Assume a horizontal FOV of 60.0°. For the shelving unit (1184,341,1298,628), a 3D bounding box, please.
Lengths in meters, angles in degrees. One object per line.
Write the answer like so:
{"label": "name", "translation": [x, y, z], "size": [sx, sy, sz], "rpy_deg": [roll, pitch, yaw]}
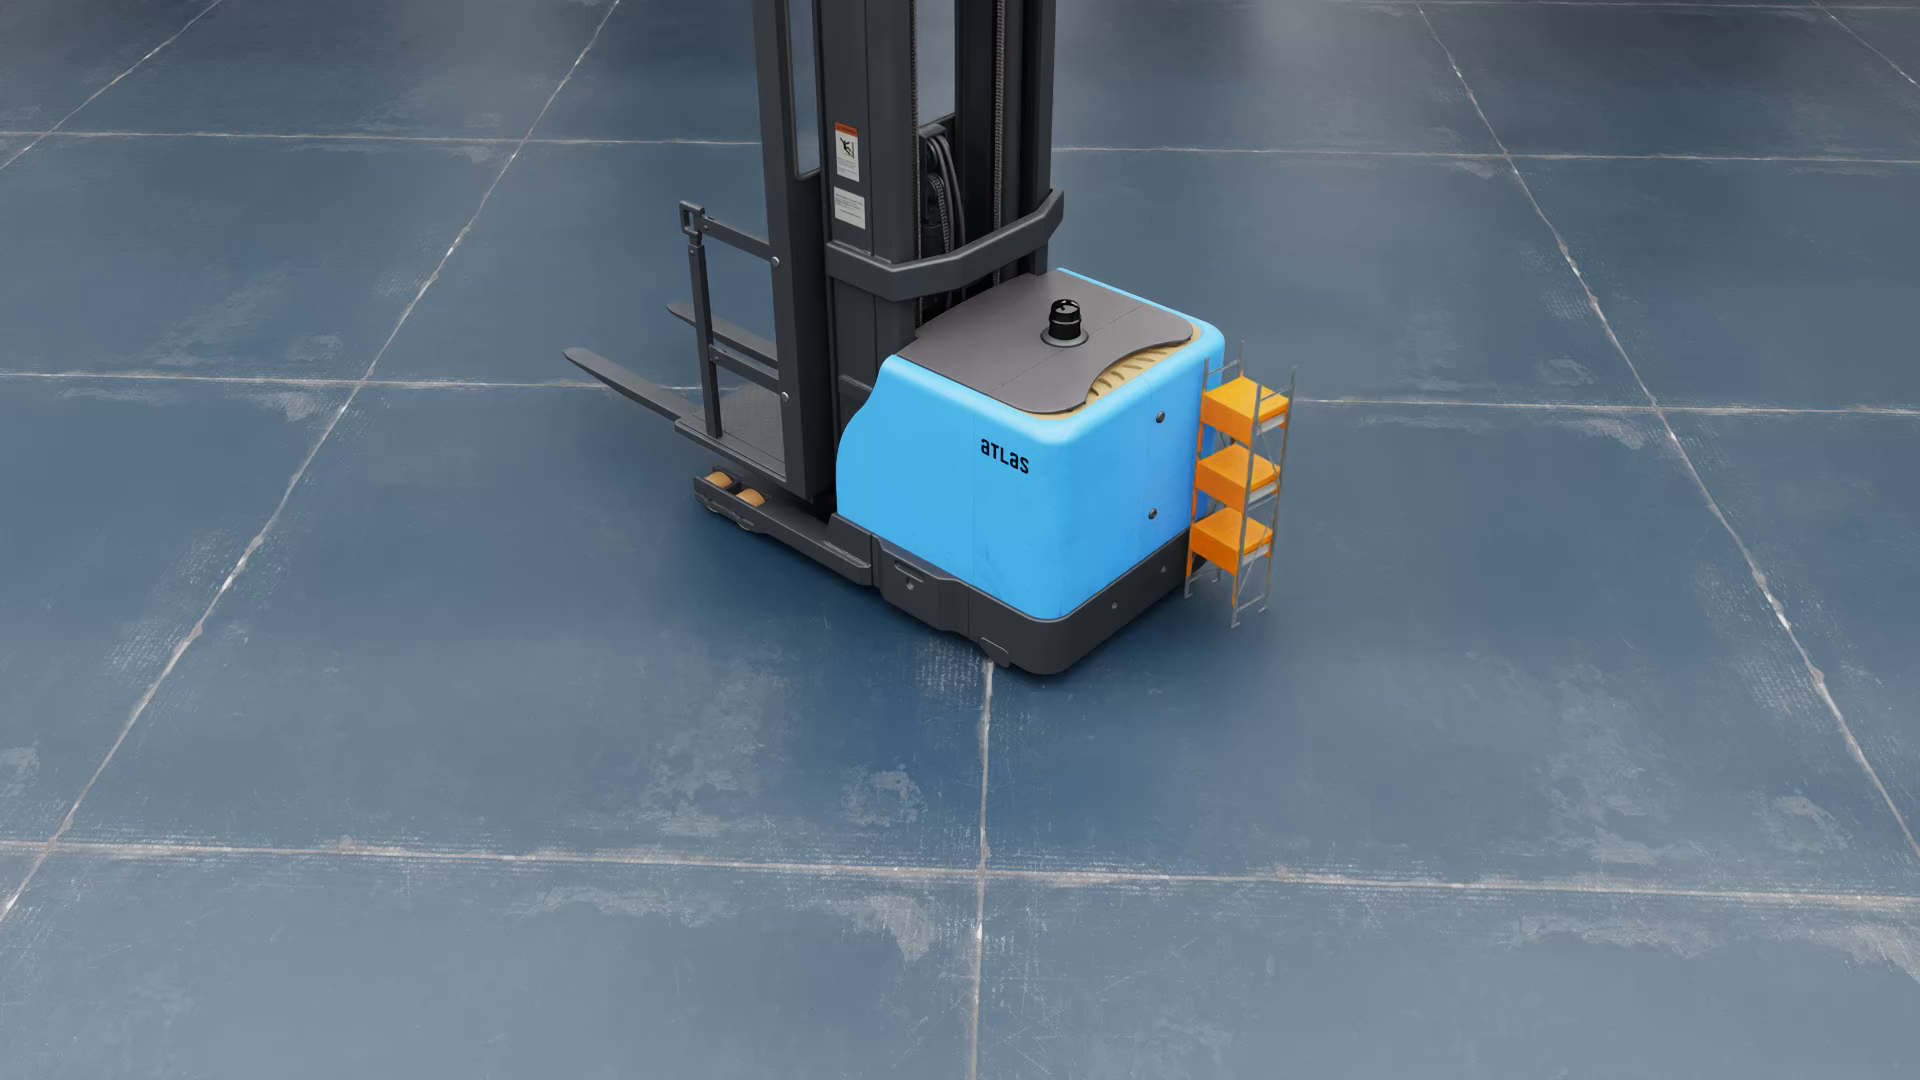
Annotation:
{"label": "shelving unit", "translation": [1.019, -0.189, 6.103], "size": [0.215, 1.050, 0.252], "rpy_deg": [-26, 42, -32]}

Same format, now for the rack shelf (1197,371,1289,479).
{"label": "rack shelf", "translation": [1.017, -0.414, 5.948], "size": [0.215, 0.259, 0.240], "rpy_deg": [-26, 42, -32]}

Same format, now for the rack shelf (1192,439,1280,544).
{"label": "rack shelf", "translation": [1.019, -0.180, 6.110], "size": [0.215, 0.259, 0.240], "rpy_deg": [-26, 42, -32]}

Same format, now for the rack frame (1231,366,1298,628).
{"label": "rack frame", "translation": [1.097, -0.136, 6.026], "size": [0.200, 1.050, 0.008], "rpy_deg": [-26, 42, -32]}

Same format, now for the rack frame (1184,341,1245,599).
{"label": "rack frame", "translation": [0.941, -0.242, 6.181], "size": [0.200, 1.050, 0.008], "rpy_deg": [-26, 42, -32]}

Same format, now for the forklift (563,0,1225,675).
{"label": "forklift", "translation": [-0.464, -1.439, 6.248], "size": [3.031, 2.935, 1.130], "rpy_deg": [27, 43, 33]}

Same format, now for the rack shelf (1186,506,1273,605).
{"label": "rack shelf", "translation": [1.021, 0.048, 6.268], "size": [0.215, 0.259, 0.240], "rpy_deg": [-26, 42, -32]}
